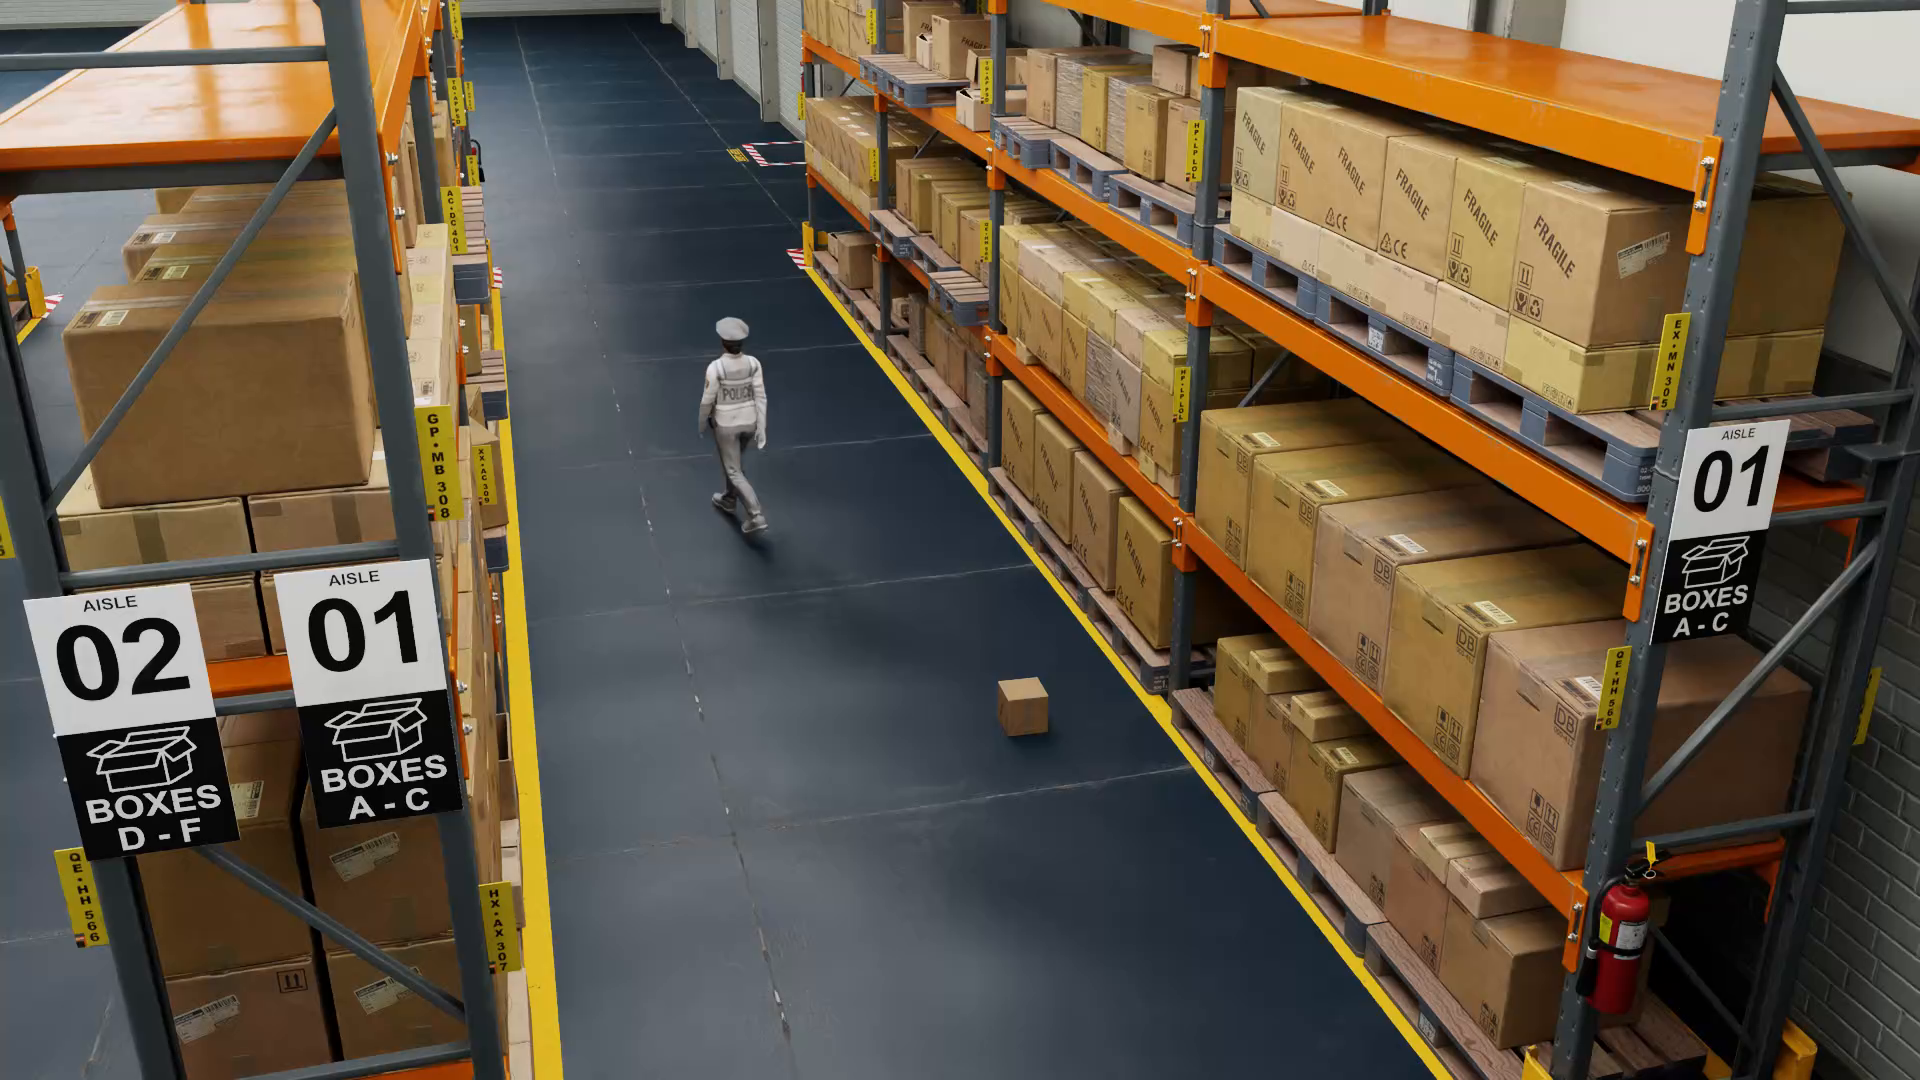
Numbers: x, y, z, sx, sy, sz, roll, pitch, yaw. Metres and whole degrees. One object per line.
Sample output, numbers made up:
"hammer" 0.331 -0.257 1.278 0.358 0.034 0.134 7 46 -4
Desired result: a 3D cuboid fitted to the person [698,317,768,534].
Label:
"person" -1.729 -0.888 12.675 0.481 1.639 1.009 -17 28 -34
